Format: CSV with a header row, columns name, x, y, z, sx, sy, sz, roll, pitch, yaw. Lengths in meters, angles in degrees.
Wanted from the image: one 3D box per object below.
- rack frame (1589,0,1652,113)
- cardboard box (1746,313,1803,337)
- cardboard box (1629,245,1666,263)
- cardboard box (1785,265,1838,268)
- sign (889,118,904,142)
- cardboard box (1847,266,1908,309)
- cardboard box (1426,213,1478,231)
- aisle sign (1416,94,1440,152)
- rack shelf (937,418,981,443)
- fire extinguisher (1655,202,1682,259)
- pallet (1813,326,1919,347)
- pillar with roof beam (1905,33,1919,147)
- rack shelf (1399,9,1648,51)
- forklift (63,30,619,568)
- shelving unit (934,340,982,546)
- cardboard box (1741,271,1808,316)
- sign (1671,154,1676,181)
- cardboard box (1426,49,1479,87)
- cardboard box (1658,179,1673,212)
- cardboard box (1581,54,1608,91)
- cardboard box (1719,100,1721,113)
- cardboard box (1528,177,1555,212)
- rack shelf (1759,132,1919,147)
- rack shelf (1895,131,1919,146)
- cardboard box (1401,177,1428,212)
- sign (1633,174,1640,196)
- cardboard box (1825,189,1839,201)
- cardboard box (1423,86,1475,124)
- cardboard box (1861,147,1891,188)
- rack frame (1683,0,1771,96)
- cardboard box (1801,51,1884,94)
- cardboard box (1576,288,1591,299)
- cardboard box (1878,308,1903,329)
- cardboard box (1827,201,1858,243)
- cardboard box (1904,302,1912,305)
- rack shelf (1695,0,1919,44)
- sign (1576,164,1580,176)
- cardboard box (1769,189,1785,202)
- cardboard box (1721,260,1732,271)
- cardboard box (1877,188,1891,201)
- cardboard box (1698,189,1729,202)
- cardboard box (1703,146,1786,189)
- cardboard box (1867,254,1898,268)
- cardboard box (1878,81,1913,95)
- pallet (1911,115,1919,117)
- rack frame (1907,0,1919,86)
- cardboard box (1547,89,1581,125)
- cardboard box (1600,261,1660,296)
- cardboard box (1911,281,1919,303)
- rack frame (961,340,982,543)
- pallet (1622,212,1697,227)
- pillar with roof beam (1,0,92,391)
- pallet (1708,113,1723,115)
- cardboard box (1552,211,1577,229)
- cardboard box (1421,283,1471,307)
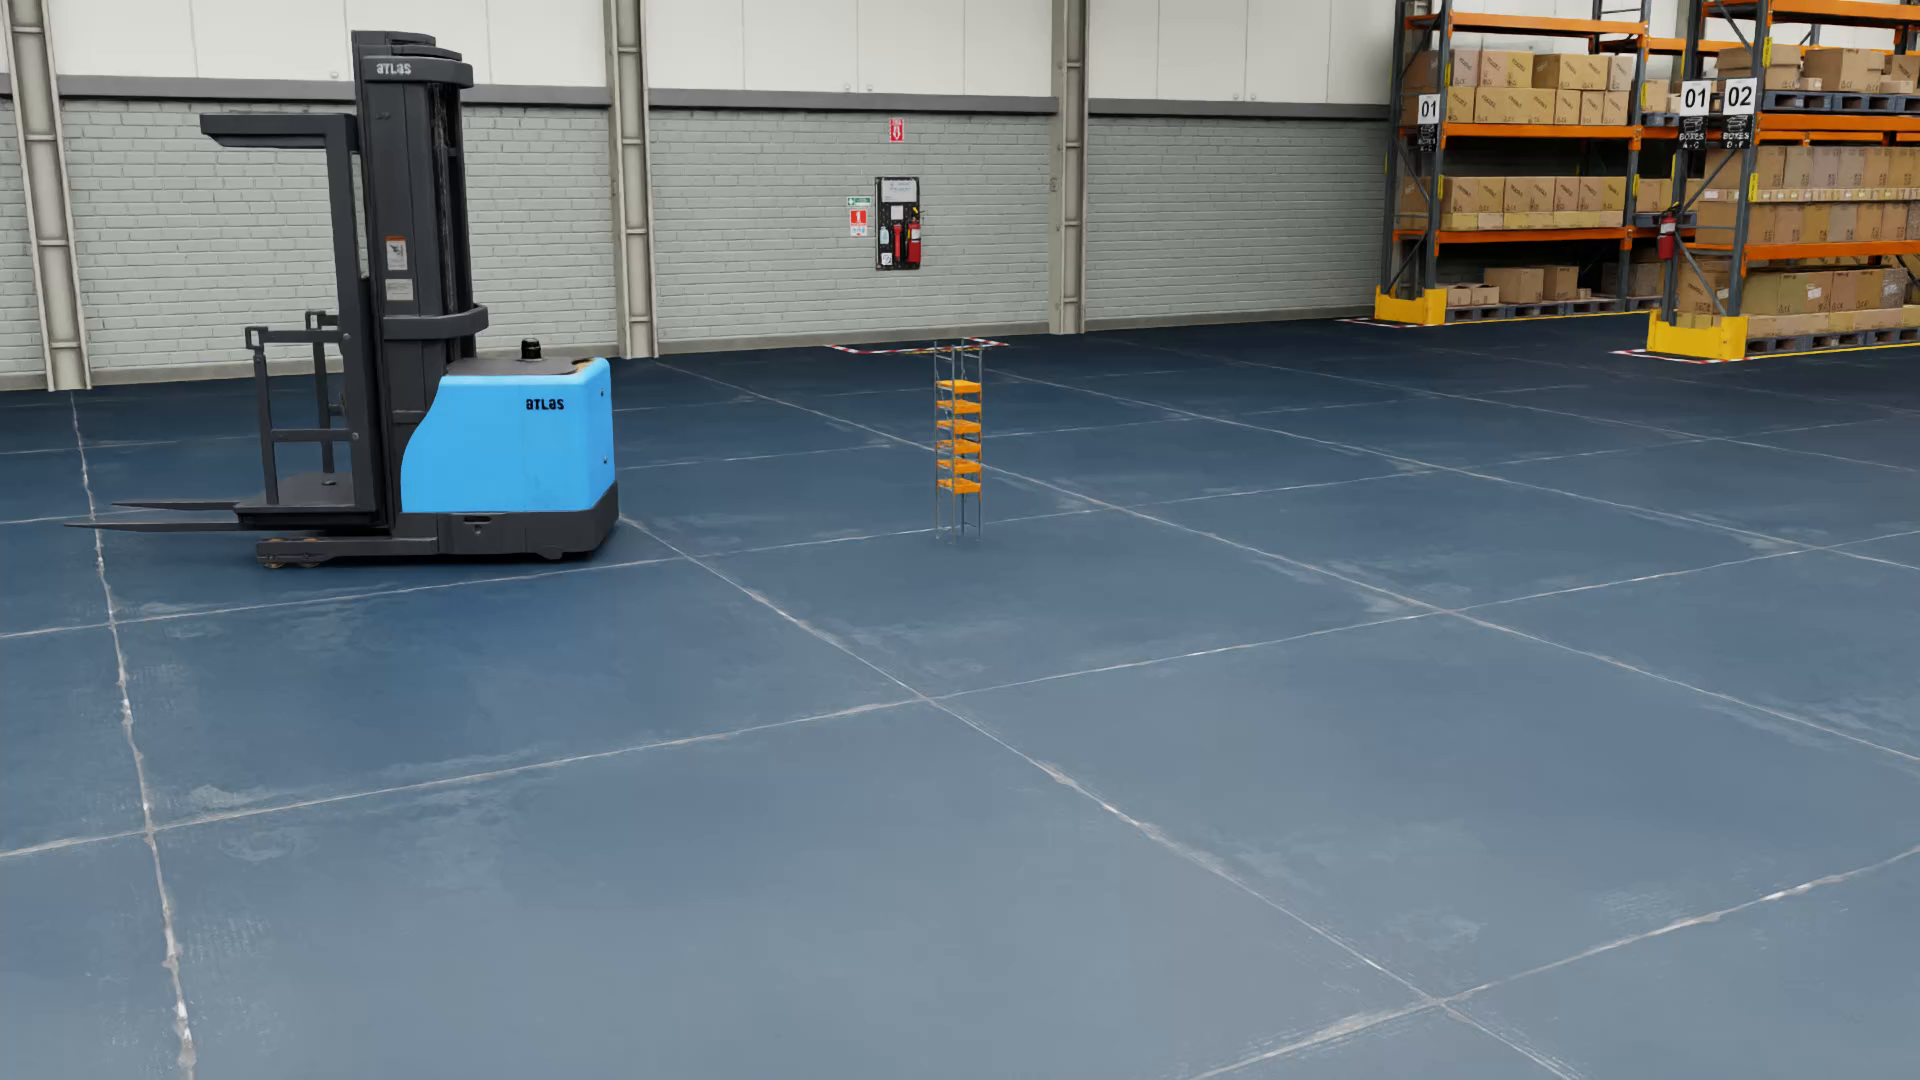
name,x,y,z,sx,sy,sz,roll,pitch,yaw
rack frame,10.021,-8.011,25.209,0.127,3.000,1.000,-7,14,-28
cardboard box,9.902,-2.639,20.311,0.500,0.250,0.500,-7,14,-28
cardboard box,11.044,-4.573,26.579,0.500,0.250,0.500,-7,15,-29
cardboard box,10.963,-3.265,21.385,0.500,0.500,0.500,-7,14,-28
sign,-0.798,-5.169,20.966,0.199,0.298,0.001,-7,14,-28
cardboard box,11.651,-3.218,21.174,0.500,0.500,0.500,-7,14,-28
cardboard box,7.091,-4.590,23.969,0.500,0.250,0.500,-7,15,-29
aisle sign,6.591,-5.866,23.422,0.004,0.787,0.394,-7,14,-28
rack shelf,-0.013,-0.658,9.954,0.180,0.103,0.258,-7,14,-28
fire extinguisher,8.561,-3.748,20.109,0.183,0.674,0.296,-7,14,-28
pallet,11.680,-2.694,21.598,1.213,0.211,1.003,-7,14,-28
pillar with roof beam,19.306,-8.263,26.330,0.400,9.000,9.100,-7,14,-28
rack shelf,8.266,-7.448,24.354,4.000,0.370,1.077,-7,14,-28
forklift,-3.626,-1.390,9.609,3.031,2.935,1.130,-1,13,-3
shelving unit,-0.013,-0.584,9.971,0.189,1.200,0.258,-7,14,-28
cardboard box,9.902,-3.005,20.227,0.500,0.500,0.500,-7,14,-28
sign,8.639,-4.495,20.076,0.005,0.325,0.100,-7,14,-28
cardboard box,6.965,-6.667,23.518,0.500,0.500,0.500,-8,15,-32
cardboard box,10.978,-5.452,26.273,0.500,0.500,0.700,-5,14,-22
cardboard box,9.233,-6.929,24.683,0.500,0.500,0.500,-6,14,-25
cardboard box,12.350,-6.910,26.868,0.637,0.503,0.797,-5,14,-20
cardboard box,8.416,-5.118,24.606,0.500,0.500,0.500,-6,14,-26
rack shelf,15.288,-6.828,28.422,4.000,0.370,1.077,-7,14,-28
rack shelf,14.154,-5.453,22.312,4.000,0.370,1.077,-7,14,-28
cardboard box,6.822,-5.056,24.332,0.500,0.500,0.500,-7,14,-28
sign,10.288,-5.403,25.312,0.005,0.325,0.100,-7,14,-28
cardboard box,10.464,-4.210,20.279,0.250,0.149,0.380,-7,14,-29
cardboard box,6.924,-6.172,23.598,0.500,0.500,0.500,-6,14,-26
cardboard box,11.129,-4.658,20.791,0.500,0.500,0.700,-7,14,-28
rack frame,8.887,-6.636,19.099,0.127,3.000,1.000,-7,14,-28
cardboard box,10.892,-5.768,20.564,0.637,0.503,0.797,-5,14,-22
cardboard box,9.566,-3.854,25.855,0.250,0.166,0.380,-9,16,-35
cardboard box,11.652,-2.852,21.254,0.500,0.250,0.500,-7,14,-28
cardboard box,10.661,-3.968,20.680,0.500,0.500,0.700,-6,14,-26
cardboard box,12.623,-3.093,22.326,0.500,0.250,0.500,-7,14,-28
rack shelf,10.643,-6.300,20.157,4.000,0.370,1.077,-7,14,-28
sign,9.752,-5.755,26.214,0.005,0.325,0.100,-7,14,-28
cardboard box,9.565,-4.102,19.801,0.250,0.149,0.380,-7,15,-29
cardboard box,12.417,-4.382,27.442,0.500,0.500,0.700,-7,14,-28
cardboard box,11.368,-4.318,20.761,0.250,0.149,0.380,-7,14,-28
cardboard box,9.131,-4.151,20.018,0.250,0.149,0.380,-7,15,-29
cardboard box,9.350,-4.443,19.837,0.500,0.500,0.700,-7,14,-28
cardboard box,15.756,-4.894,28.964,0.750,0.750,0.750,-6,14,-26
cardboard box,11.470,-5.564,20.467,0.250,0.149,0.380,-7,14,-28
pallet,13.166,-5.595,21.743,1.217,0.209,0.805,-8,15,-30
rack frame,17.043,-8.852,28.949,0.127,3.000,1.000,-7,14,-28
cardboard box,8.778,-6.389,24.561,0.500,0.500,0.500,-7,15,-30
cardboard box,10.659,-4.160,26.452,0.500,0.500,0.700,-6,14,-26
cardboard box,12.880,-3.262,21.802,0.500,0.311,0.500,-7,14,-28
rack frame,0.068,-0.593,10.013,0.006,1.200,0.240,-7,14,-28
pallet,10.762,-5.043,26.122,1.213,0.211,1.003,-7,14,-28
pillar with roof beam,-7.026,-5.107,12.307,0.400,9.000,9.100,-7,14,-28
pallet,11.523,-6.610,26.244,1.003,0.211,1.213,-7,14,-28
cardboard box,8.875,-4.806,24.927,0.500,0.250,0.500,-7,14,-28
cardboard box,7.161,-3.622,24.491,0.500,0.311,0.500,-9,15,-34
